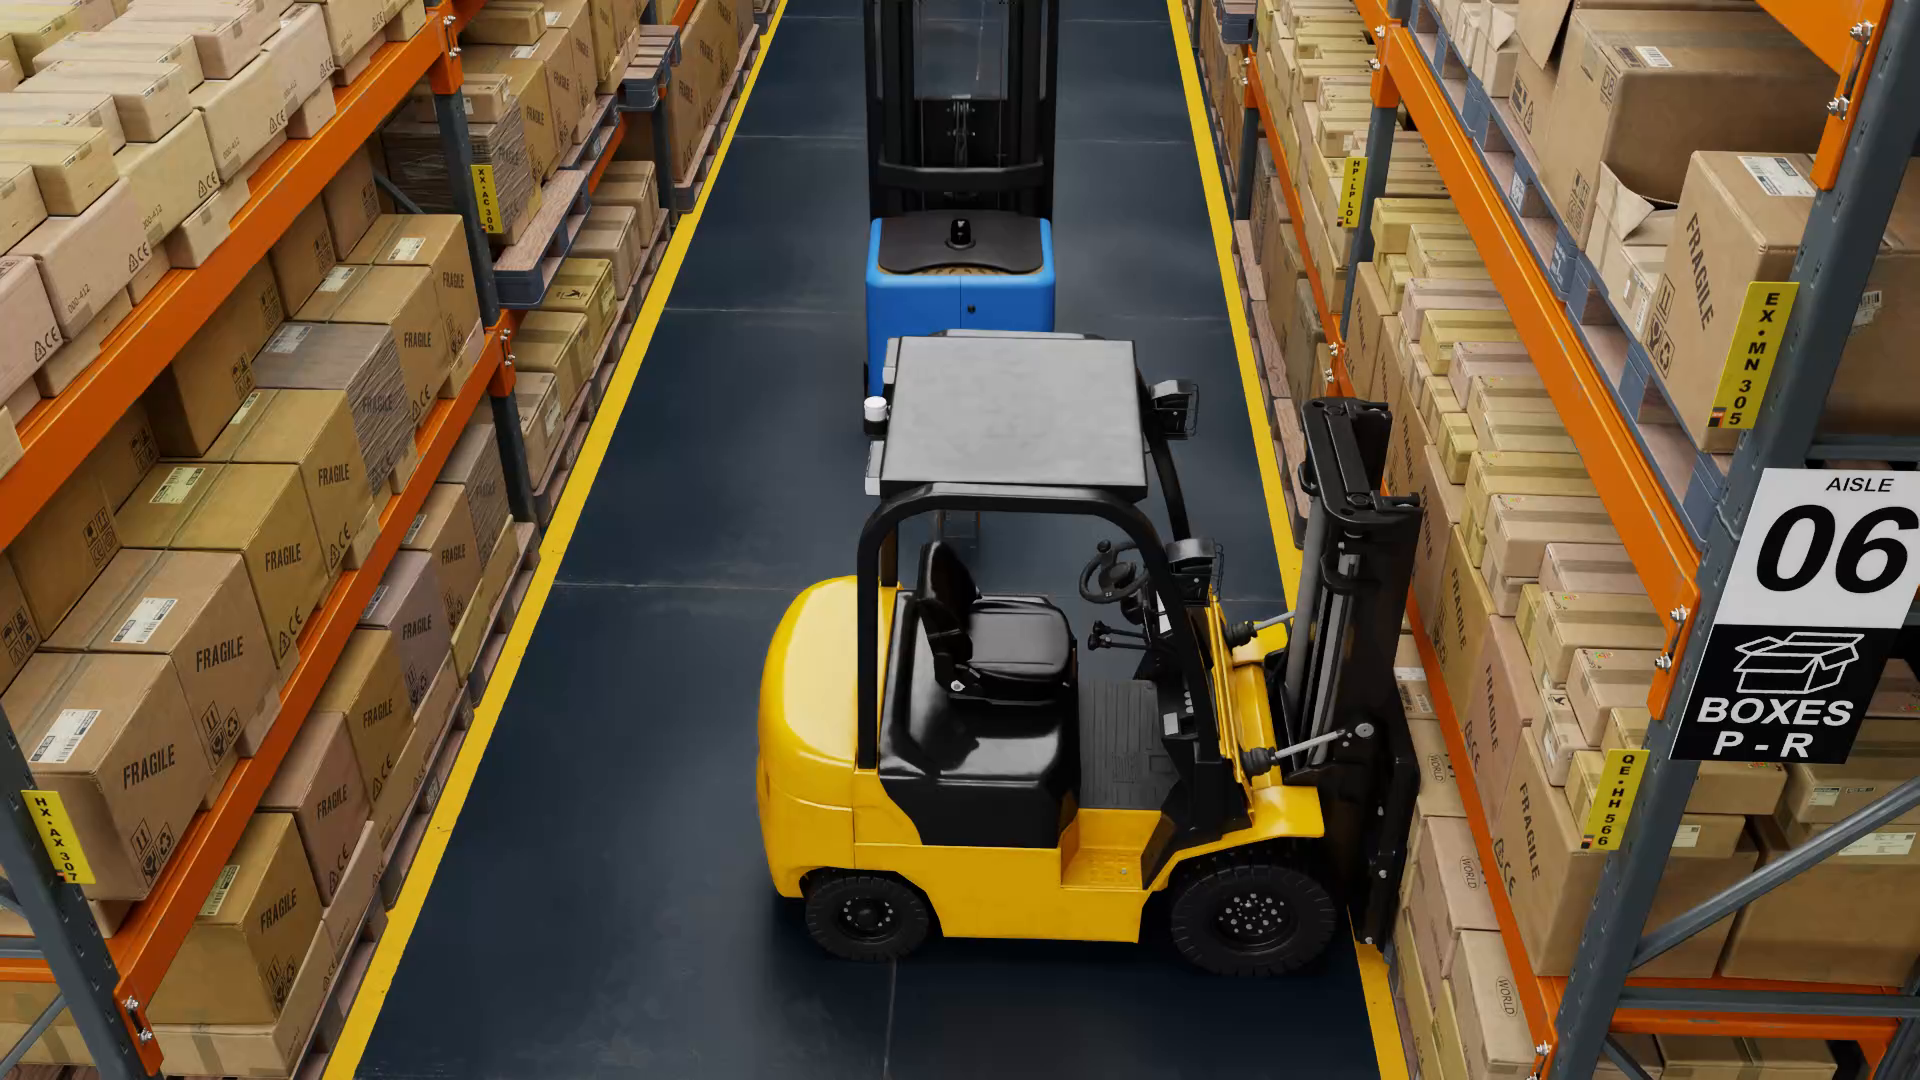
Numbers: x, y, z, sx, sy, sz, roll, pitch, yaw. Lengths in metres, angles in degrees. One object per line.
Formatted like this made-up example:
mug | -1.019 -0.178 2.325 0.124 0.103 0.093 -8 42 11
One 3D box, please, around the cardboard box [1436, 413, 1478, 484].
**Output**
cardboard box | 1.915 -0.324 5.896 0.380 0.149 0.250 1 35 1

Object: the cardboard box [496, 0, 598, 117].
cardboard box | -2.319 -2.659 9.159 0.500 0.500 0.500 0 35 0

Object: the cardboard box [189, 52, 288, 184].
cardboard box | -2.495 -1.347 5.267 0.500 0.250 0.500 2 35 3

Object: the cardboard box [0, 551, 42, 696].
cardboard box | -3.045 0.233 4.540 0.700 0.500 0.500 1 35 1

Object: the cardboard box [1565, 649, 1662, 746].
cardboard box | 1.895 0.435 4.559 0.380 0.149 0.250 1 35 2

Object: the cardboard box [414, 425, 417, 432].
cardboard box | -2.511 -0.466 6.969 0.380 0.149 0.250 1 35 1

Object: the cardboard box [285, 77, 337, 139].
cardboard box | -2.450 -1.540 5.888 0.380 0.149 0.250 2 35 3

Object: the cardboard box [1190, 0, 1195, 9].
cardboard box | 2.323 -5.011 15.331 0.380 0.149 0.250 0 35 0

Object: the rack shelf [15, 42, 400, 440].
rack shelf | -2.767 -1.088 5.420 0.919 0.052 3.809 1 35 2

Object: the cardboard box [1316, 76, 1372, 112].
cardboard box | 2.087 -2.325 8.744 0.380 0.149 0.250 2 35 2

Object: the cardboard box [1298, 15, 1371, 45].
cardboard box | 2.154 -2.913 9.581 0.380 0.149 0.250 2 35 2

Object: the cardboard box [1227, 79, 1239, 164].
cardboard box | 2.266 -3.065 12.257 0.500 0.500 0.500 1 35 1

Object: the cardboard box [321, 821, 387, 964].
cardboard box | -2.511 1.306 6.254 0.500 0.250 0.500 3 35 4

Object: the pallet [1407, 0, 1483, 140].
pallet | 2.265 -1.783 6.092 1.003 0.211 1.213 1 35 2

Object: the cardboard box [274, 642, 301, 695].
cardboard box | -2.506 0.426 5.700 0.380 0.149 0.250 2 35 3

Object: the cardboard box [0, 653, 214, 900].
cardboard box | -2.551 0.675 4.781 0.500 0.500 0.500 1 35 1

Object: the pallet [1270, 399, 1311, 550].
pallet | 2.264 -0.366 9.032 1.003 0.211 1.213 1 35 2

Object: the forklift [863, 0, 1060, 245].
forklift | 0.012 -2.559 9.788 1.121 2.935 3.031 0 35 0

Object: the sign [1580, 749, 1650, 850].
sign | 1.571 0.625 3.985 0.100 0.325 0.005 1 35 2

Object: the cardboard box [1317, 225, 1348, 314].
cardboard box | 2.032 -1.317 8.091 0.500 0.250 0.500 2 35 3

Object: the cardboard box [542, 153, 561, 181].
cardboard box | -2.343 -2.029 8.827 0.380 0.149 0.250 2 35 3

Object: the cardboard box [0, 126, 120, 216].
cardboard box | -2.479 -0.977 4.393 0.380 0.149 0.250 1 35 2

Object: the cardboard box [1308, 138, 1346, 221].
cardboard box | 2.051 -1.809 8.357 0.500 0.250 0.500 0 35 1

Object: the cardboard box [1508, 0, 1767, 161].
cardboard box | 2.089 -1.448 4.996 0.797 0.503 0.637 2 35 3

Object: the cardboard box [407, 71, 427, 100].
cardboard box | -2.879 -2.085 8.343 0.500 0.500 0.500 2 35 2

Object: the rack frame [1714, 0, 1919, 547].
rack frame | 2.112 -1.239 2.632 1.000 3.000 0.127 1 35 2

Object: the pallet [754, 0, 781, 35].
pallet | -2.257 -5.085 15.748 1.003 0.211 1.213 1 35 2

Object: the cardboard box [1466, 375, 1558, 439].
cardboard box | 1.999 -0.448 5.815 0.380 0.149 0.250 1 35 2

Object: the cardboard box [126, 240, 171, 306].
cardboard box | -2.552 -0.804 4.841 0.380 0.149 0.250 0 35 0

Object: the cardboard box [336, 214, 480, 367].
cardboard box | -2.456 -1.096 7.301 0.500 0.500 0.500 0 35 1

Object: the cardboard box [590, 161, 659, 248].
cardboard box | -2.559 -2.265 11.230 0.950 0.372 0.625 -1 35 -1

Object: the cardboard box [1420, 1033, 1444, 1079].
cardboard box | 1.815 1.892 5.421 0.500 0.250 0.500 2 35 2

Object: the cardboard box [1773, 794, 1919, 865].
cardboard box | 2.385 0.721 4.411 0.380 0.149 0.250 0 35 1

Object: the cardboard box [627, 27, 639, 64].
cardboard box | -2.208 -3.067 10.304 0.380 0.149 0.250 1 35 1

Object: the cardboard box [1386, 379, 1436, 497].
cardboard box | 1.971 -0.284 6.404 0.500 0.500 0.500 1 35 1

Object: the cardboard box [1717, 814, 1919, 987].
cardboard box | 2.410 0.897 4.724 0.500 0.500 0.500 2 35 3

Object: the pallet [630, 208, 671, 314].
pallet | -2.559 -1.903 11.220 1.003 0.211 1.213 1 35 2

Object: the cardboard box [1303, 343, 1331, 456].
cardboard box | 2.283 -0.583 8.616 0.875 0.625 0.625 3 35 4

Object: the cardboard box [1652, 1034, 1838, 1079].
cardboard box | 2.321 1.488 5.126 0.500 0.250 0.500 1 35 1

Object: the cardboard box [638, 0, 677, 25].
cardboard box | -2.255 -3.707 11.492 0.500 0.250 0.500 1 35 1

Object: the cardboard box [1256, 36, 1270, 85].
cardboard box | 2.172 -3.070 10.585 0.500 0.250 0.500 1 35 2

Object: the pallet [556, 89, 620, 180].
pallet | -2.565 -2.276 9.493 1.003 0.211 1.213 1 35 2

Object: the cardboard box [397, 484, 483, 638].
cardboard box | -2.461 0.090 7.333 0.500 0.500 0.500 2 35 3

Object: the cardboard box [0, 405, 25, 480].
cardboard box | -2.510 -0.204 3.987 0.380 0.149 0.250 1 35 2

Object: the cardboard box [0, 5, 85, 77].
cardboard box | -3.005 -1.577 5.247 0.380 0.149 0.250 2 35 3

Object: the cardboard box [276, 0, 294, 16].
cardboard box | -2.508 -1.859 5.649 0.380 0.149 0.250 1 35 1

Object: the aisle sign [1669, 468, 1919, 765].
aisle sign | 1.816 0.183 3.566 0.394 0.787 0.004 1 35 2

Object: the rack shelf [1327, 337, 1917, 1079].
rack shelf | 2.193 0.361 6.199 1.077 0.370 4.000 1 35 2

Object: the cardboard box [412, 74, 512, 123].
cardboard box | -2.315 -2.057 7.738 0.380 0.149 0.250 1 35 2

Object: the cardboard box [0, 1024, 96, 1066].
cardboard box | -3.083 1.572 5.876 0.500 0.250 0.500 1 35 2

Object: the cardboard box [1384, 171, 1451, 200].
cardboard box | 2.065 -1.590 7.698 0.380 0.149 0.250 2 35 4

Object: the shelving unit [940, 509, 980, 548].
shelving unit | 0.002 -0.460 8.438 0.215 1.050 0.252 1 35 2

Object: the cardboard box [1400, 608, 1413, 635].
cardboard box | 1.901 0.312 6.799 0.500 0.250 0.500 2 35 3
